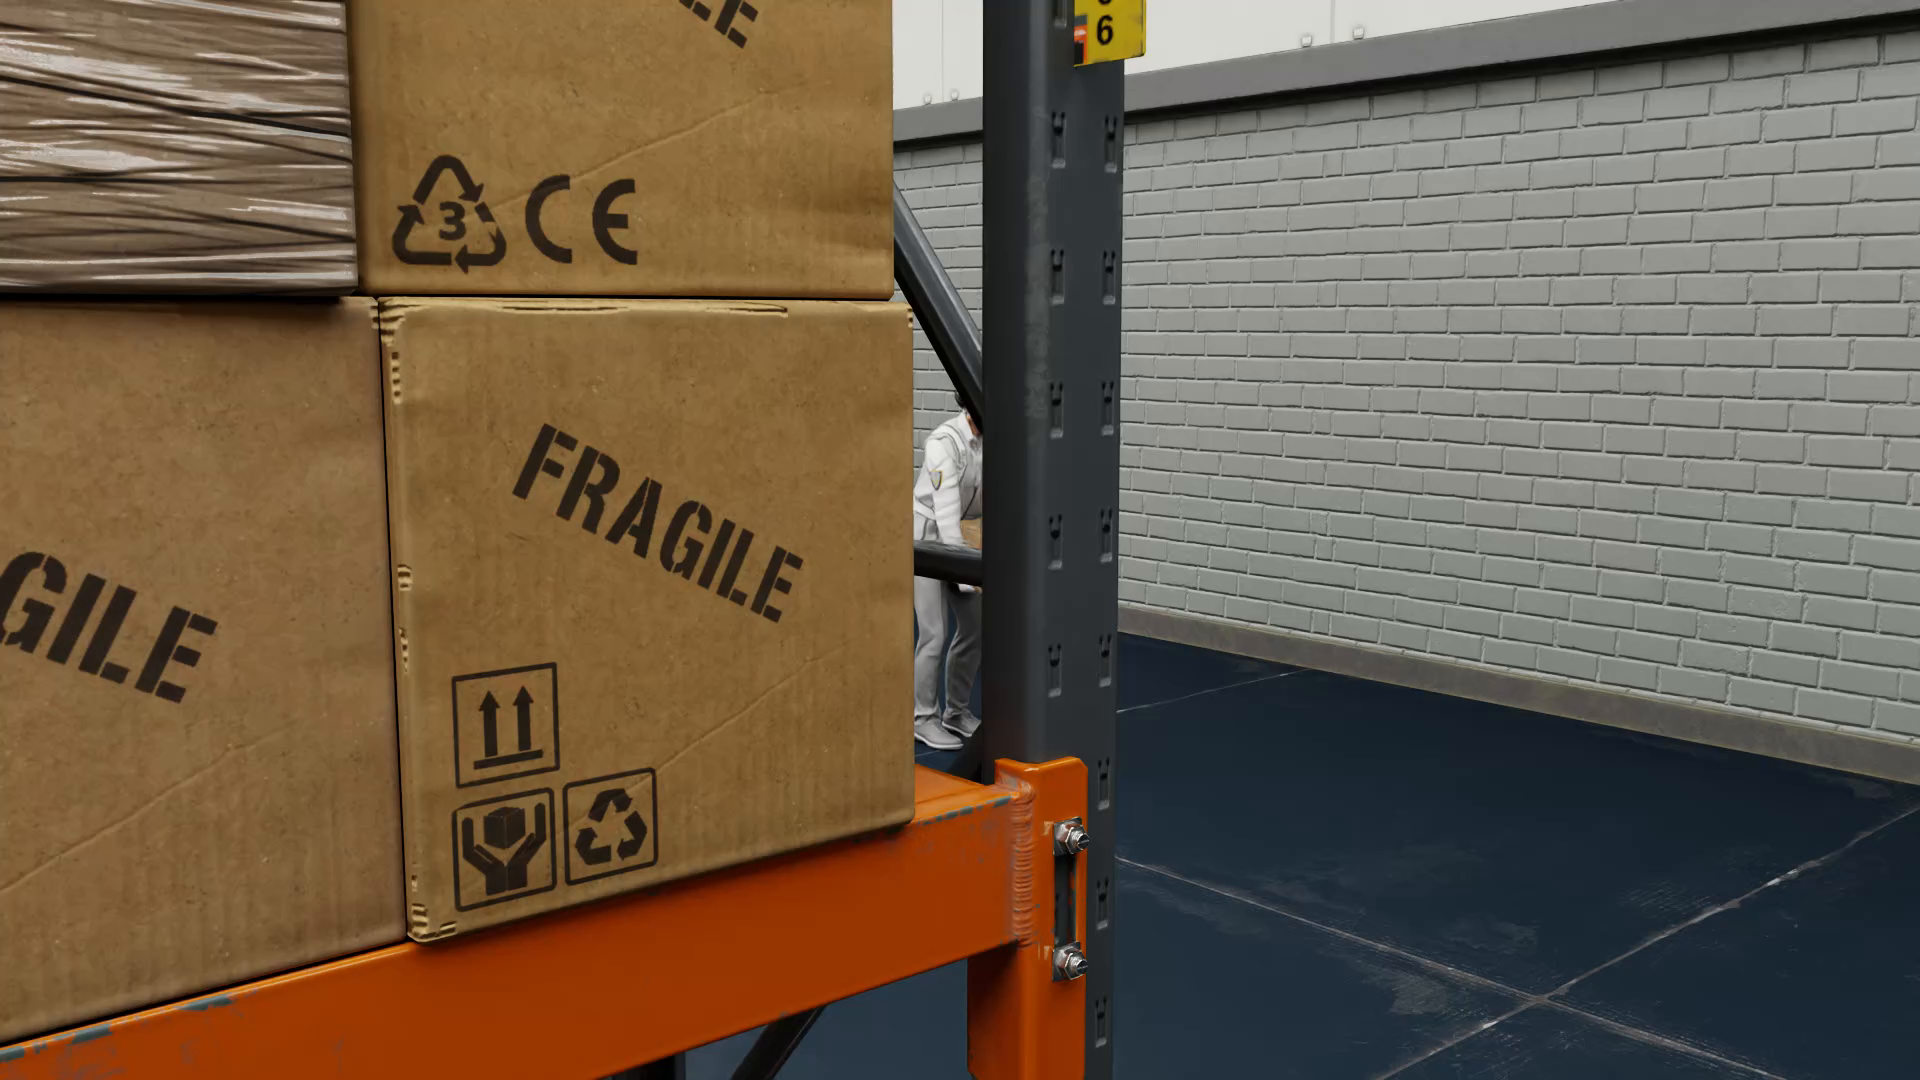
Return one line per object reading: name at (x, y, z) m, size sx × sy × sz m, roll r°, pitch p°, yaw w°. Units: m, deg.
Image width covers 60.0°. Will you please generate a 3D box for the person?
person at (0.003, 0.070, 7.012) m, size 0.410 × 1.605 × 0.570 m, roll -7°, pitch 10°, yaw -42°
